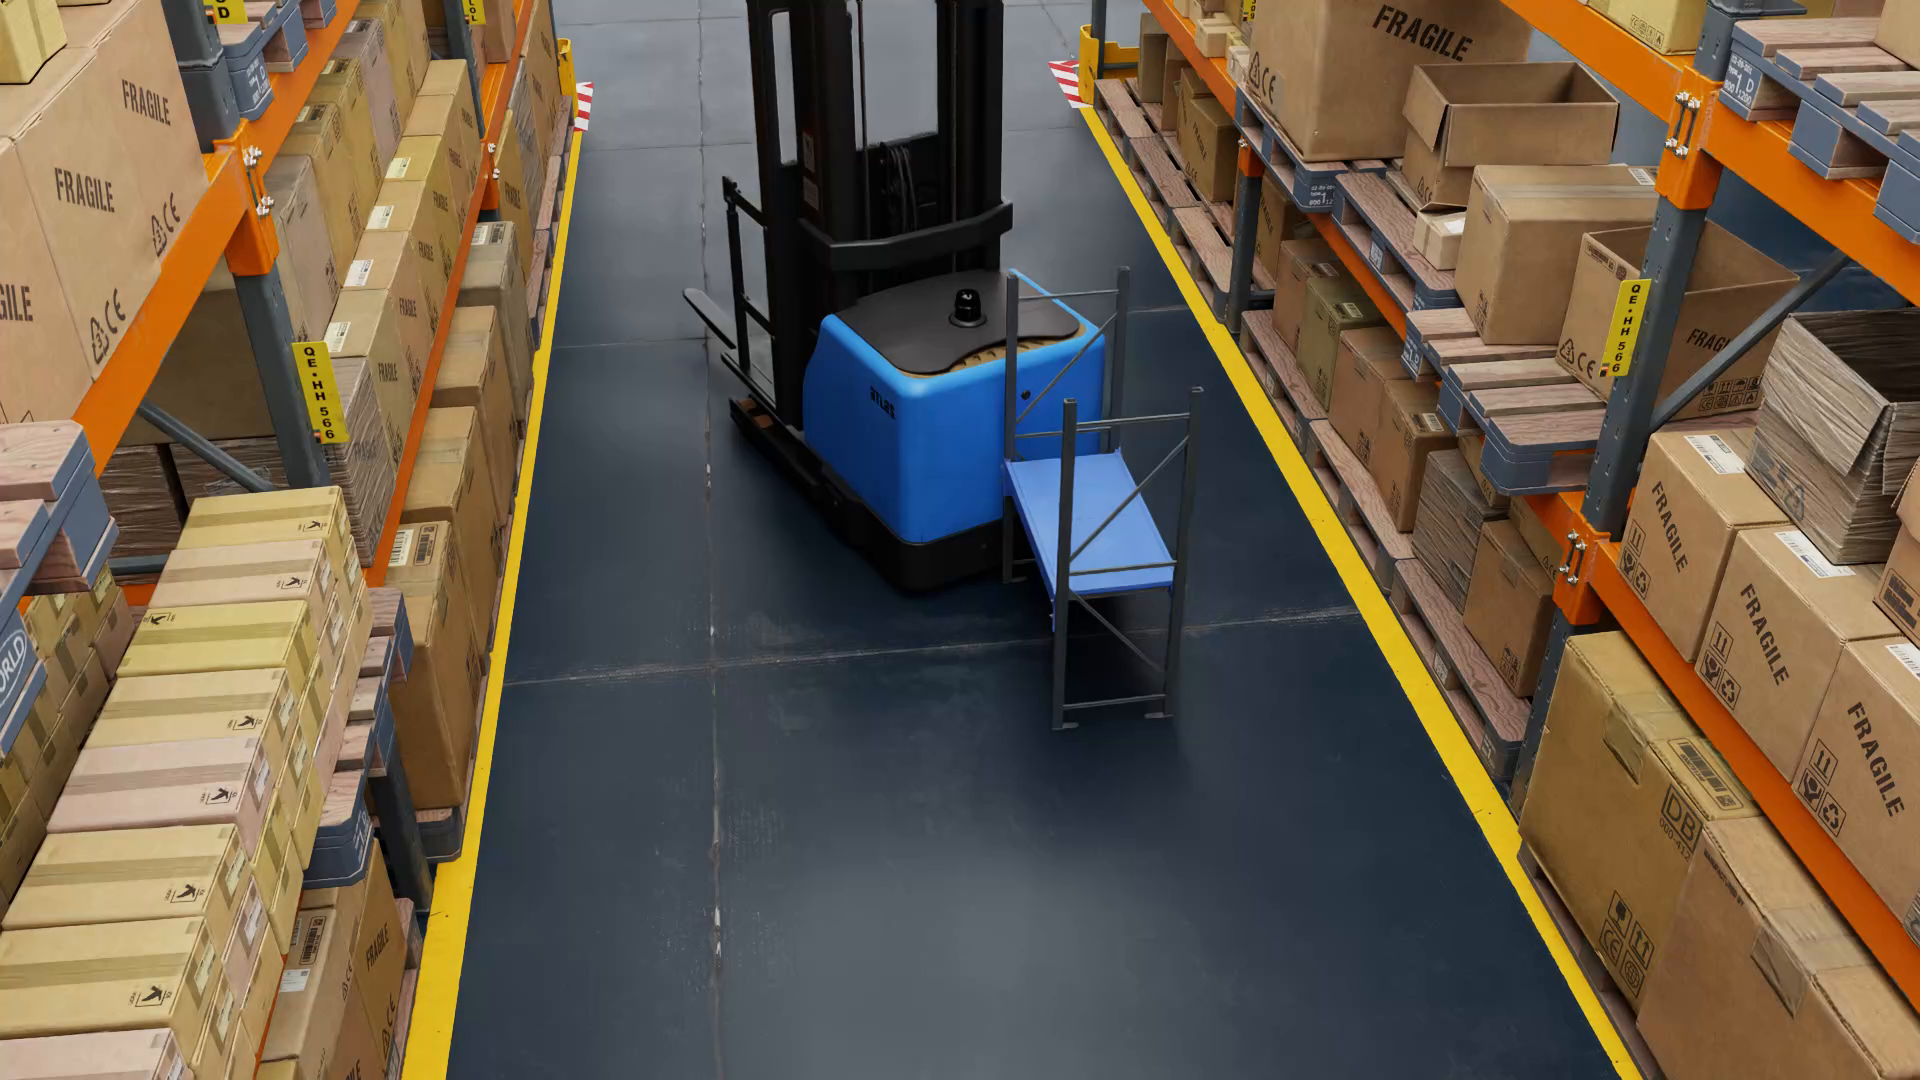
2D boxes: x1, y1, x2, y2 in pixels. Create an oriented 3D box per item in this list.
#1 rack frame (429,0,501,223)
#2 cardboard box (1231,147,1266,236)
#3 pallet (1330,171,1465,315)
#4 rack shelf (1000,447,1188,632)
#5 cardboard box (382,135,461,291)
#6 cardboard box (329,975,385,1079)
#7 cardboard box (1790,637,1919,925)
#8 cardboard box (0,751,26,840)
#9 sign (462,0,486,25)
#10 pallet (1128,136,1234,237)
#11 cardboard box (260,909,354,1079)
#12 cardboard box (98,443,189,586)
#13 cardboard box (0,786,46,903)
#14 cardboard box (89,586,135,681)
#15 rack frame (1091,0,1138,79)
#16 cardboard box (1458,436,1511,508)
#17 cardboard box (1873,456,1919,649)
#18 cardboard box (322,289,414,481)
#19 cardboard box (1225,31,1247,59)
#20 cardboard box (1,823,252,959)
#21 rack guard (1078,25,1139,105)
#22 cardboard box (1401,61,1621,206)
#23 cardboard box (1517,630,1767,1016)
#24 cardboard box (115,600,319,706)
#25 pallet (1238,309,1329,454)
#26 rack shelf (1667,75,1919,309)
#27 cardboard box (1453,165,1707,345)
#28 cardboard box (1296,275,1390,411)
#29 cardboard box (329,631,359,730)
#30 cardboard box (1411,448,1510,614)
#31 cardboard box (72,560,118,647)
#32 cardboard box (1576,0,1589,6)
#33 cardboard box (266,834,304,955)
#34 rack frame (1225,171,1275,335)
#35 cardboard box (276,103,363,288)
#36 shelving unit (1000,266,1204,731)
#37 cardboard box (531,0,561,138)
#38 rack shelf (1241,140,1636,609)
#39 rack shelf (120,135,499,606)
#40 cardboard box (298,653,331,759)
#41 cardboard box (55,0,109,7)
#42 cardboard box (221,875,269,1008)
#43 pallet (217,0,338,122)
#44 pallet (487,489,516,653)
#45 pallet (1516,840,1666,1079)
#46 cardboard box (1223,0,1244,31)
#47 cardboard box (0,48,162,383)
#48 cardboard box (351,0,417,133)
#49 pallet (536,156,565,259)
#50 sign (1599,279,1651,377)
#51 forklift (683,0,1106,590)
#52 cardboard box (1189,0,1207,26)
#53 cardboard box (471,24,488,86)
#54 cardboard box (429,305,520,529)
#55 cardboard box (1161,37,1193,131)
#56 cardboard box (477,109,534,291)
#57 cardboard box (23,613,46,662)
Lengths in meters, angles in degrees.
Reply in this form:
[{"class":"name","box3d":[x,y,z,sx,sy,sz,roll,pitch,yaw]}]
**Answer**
[{"class":"rack frame","box3d":[-2.899,-2.158,8.252,1.000,3.000,0.127,-4,35,-6]},{"class":"cardboard box","box3d":[1.931,-2.163,10.107,0.500,0.500,0.500,6,35,9]},{"class":"pallet","box3d":[2.261,-1.267,7.116,1.003,0.211,1.213,-4,35,-6]},{"class":"rack shelf","box3d":[0.523,-0.023,6.771,0.538,0.185,1.000,-6,35,-8]},{"class":"cardboard box","box3d":[-2.428,-1.364,6.999,0.500,0.500,0.500,-4,34,-6]},{"class":"cardboard box","box3d":[-1.947,1.571,4.627,0.500,0.500,0.500,-3,34,-4]},{"class":"cardboard box","box3d":[2.507,0.579,4.148,0.500,0.500,0.500,-5,35,-7]},{"class":"cardboard box","box3d":[-2.383,0.608,3.781,0.380,0.149,0.250,-4,35,-6]},{"class":"sign","box3d":[-2.363,-2.650,8.017,0.100,0.325,0.005,-4,35,-6]},{"class":"pallet","box3d":[1.737,-2.379,11.053,1.003,0.211,1.213,-4,35,-6]},{"class":"cardboard box","box3d":[-1.931,1.267,4.408,0.500,0.250,0.500,-4,34,-6]},{"class":"cardboard box","box3d":[-2.688,-0.198,5.288,0.500,0.500,0.500,-4,35,-6]},{"class":"cardboard box","box3d":[-2.390,0.721,3.879,0.380,0.149,0.250,-3,34,-4]},{"class":"cardboard box","box3d":[-2.501,0.270,4.541,0.380,0.149,0.250,-5,35,-7]},{"class":"rack frame","box3d":[1.492,-4.709,11.996,1.000,3.000,0.127,-4,35,-6]},{"class":"cardboard box","box3d":[2.366,-0.370,6.793,0.500,0.250,0.500,-1,34,-1]},{"class":"cardboard box","box3d":[2.735,0.073,4.000,0.797,0.503,0.637,-4,34,-5]},{"class":"cardboard box","box3d":[-2.225,-0.521,5.762,0.500,0.500,0.500,-5,35,-7]},{"class":"cardboard box","box3d":[1.711,-2.755,9.352,0.380,0.149,0.250,-4,35,-6]},{"class":"cardboard box","box3d":[-1.669,0.720,3.352,0.380,0.149,0.250,-3,34,-4]},{"class":"rack guard","box3d":[1.502,-3.634,12.638,1.175,0.500,0.348,-4,35,-6]},{"class":"cardboard box","box3d":[2.354,-1.733,7.164,0.797,0.503,0.637,-1,34,-1]},{"class":"cardboard box","box3d":[2.640,0.846,5.358,1.225,0.875,0.875,-6,35,-9]},{"class":"cardboard box","box3d":[-1.774,0.284,3.991,0.380,0.149,0.250,-3,34,-5]},{"class":"pallet","box3d":[2.136,-0.890,8.869,1.003,0.211,1.213,-4,35,-6]},{"class":"rack shelf","box3d":[2.836,-0.071,3.166,1.077,0.370,4.000,-4,35,-6]},{"class":"cardboard box","box3d":[2.281,-1.062,6.183,0.700,0.500,0.500,0,34,1]},{"class":"cardboard box","box3d":[2.136,-1.014,8.403,0.700,0.500,0.500,-5,35,-7]},{"class":"cardboard box","box3d":[-1.808,0.384,4.373,0.380,0.149,0.250,-4,35,-7]},{"class":"cardboard box","box3d":[2.370,-0.074,7.025,0.700,0.500,0.500,-7,35,-10]},{"class":"cardboard box","box3d":[-2.495,0.167,4.428,0.380,0.149,0.250,-3,34,-4]},{"class":"cardboard box","box3d":[2.180,-1.945,5.410,0.500,0.250,0.500,-4,35,-7]},{"class":"cardboard box","box3d":[-1.705,0.817,3.738,0.380,0.149,0.250,-6,35,-8]},{"class":"rack frame","box3d":[2.030,-2.477,8.721,1.000,3.000,0.127,-4,35,-6]},{"class":"cardboard box","box3d":[-2.552,-1.199,5.870,0.700,0.500,0.500,-5,35,-7]},{"class":"shelving unit","box3d":[0.523,-0.171,6.669,0.538,1.500,1.048,-6,35,-8]},{"class":"cardboard box","box3d":[-3.280,-3.312,11.460,0.875,0.875,0.875,-4,34,-6]},{"class":"rack shelf","box3d":[2.299,-1.063,7.286,1.077,0.370,4.000,-4,35,-6]},{"class":"rack shelf","box3d":[-2.630,-0.744,6.817,1.077,0.370,4.000,-4,35,-6]},{"class":"cardboard box","box3d":[-1.768,0.419,4.058,0.380,0.149,0.250,-4,34,-5]},{"class":"cardboard box","box3d":[-2.049,-1.316,3.586,0.396,0.266,0.258,-4,35,-6]},{"class":"cardboard box","box3d":[-1.668,0.843,3.436,0.380,0.149,0.250,-4,34,-5]},{"class":"pallet","box3d":[-2.500,-1.442,4.707,1.213,0.211,1.003,-3,34,-4]},{"class":"pallet","box3d":[-2.553,0.102,7.413,1.003,0.211,1.213,-4,35,-6]},{"class":"pallet","box3d":[2.599,1.353,5.577,1.003,0.211,1.213,-4,35,-6]},{"class":"cardboard box","box3d":[1.998,-3.178,9.398,0.875,0.500,0.500,-4,35,-6]},{"class":"cardboard box","box3d":[-1.952,-0.629,3.257,0.500,0.500,0.500,-4,35,-6]},{"class":"cardboard box","box3d":[-2.755,-2.049,7.116,0.700,0.500,0.500,-5,35,-7]},{"class":"pallet","box3d":[-3.091,-2.118,10.670,1.003,0.211,1.213,-4,35,-6]},{"class":"sign","box3d":[2.031,-0.644,5.074,0.100,0.325,0.005,-4,35,-6]},{"class":"forklift","box3d":[-0.524,-1.797,7.784,1.130,2.935,3.031,-18,38,-24]},{"class":"cardboard box","box3d":[1.590,-3.172,9.964,0.380,0.149,0.250,-4,35,-6]},{"class":"cardboard box","box3d":[-3.057,-2.730,8.959,0.875,0.550,0.550,-4,35,-6]},{"class":"cardboard box","box3d":[-2.600,-0.523,7.479,1.050,0.750,0.750,-4,35,-6]},{"class":"cardboard box","box3d":[1.673,-3.169,11.583,0.500,0.500,0.500,4,35,6]},{"class":"cardboard box","box3d":[-2.914,-1.809,9.255,0.875,0.875,0.875,-4,34,-6]},{"class":"cardboard box","box3d":[-2.423,0.319,3.941,0.380,0.149,0.250,-5,35,-7]}]
